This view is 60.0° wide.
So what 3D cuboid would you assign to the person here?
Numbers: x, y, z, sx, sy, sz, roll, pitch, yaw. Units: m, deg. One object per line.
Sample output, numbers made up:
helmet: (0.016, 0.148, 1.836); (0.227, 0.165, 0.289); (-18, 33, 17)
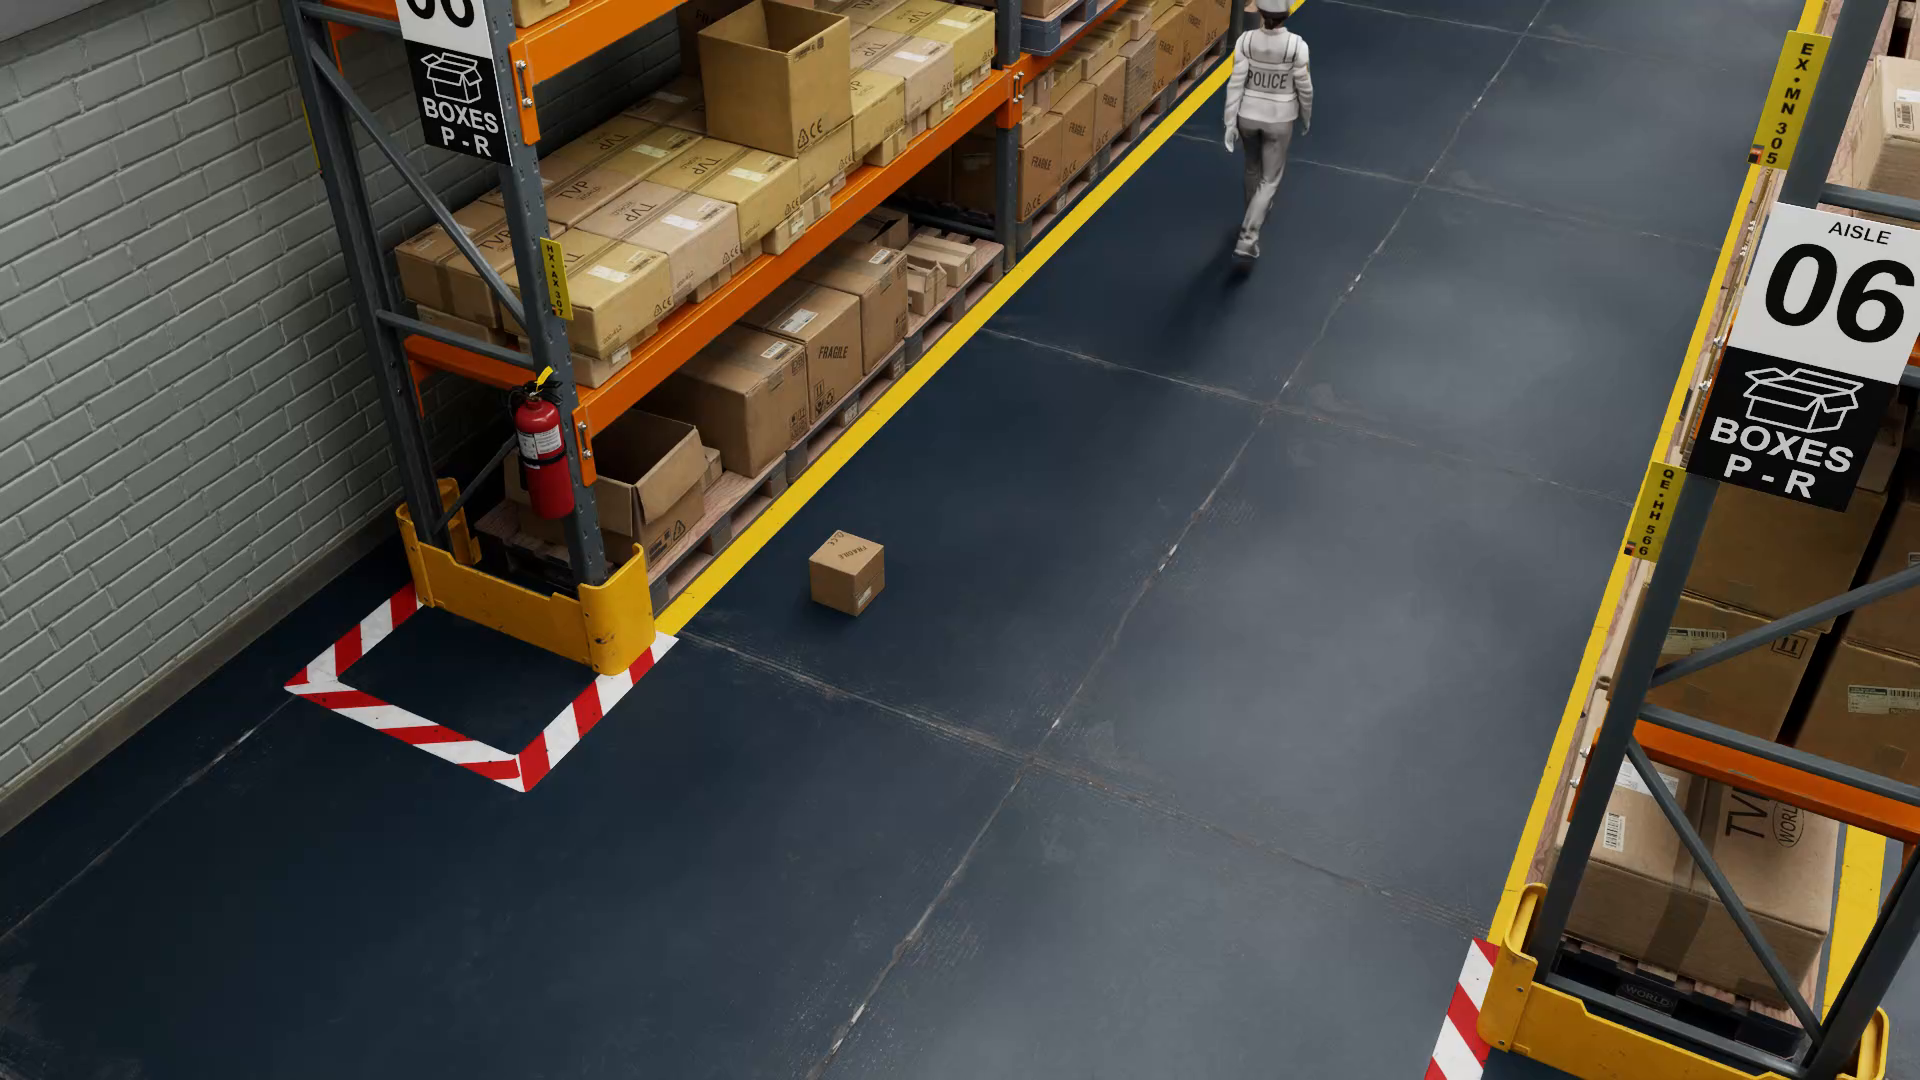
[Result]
person: (1.837, -2.519, 9.920); (0.481, 1.645, 0.948); (17, 41, 21)
